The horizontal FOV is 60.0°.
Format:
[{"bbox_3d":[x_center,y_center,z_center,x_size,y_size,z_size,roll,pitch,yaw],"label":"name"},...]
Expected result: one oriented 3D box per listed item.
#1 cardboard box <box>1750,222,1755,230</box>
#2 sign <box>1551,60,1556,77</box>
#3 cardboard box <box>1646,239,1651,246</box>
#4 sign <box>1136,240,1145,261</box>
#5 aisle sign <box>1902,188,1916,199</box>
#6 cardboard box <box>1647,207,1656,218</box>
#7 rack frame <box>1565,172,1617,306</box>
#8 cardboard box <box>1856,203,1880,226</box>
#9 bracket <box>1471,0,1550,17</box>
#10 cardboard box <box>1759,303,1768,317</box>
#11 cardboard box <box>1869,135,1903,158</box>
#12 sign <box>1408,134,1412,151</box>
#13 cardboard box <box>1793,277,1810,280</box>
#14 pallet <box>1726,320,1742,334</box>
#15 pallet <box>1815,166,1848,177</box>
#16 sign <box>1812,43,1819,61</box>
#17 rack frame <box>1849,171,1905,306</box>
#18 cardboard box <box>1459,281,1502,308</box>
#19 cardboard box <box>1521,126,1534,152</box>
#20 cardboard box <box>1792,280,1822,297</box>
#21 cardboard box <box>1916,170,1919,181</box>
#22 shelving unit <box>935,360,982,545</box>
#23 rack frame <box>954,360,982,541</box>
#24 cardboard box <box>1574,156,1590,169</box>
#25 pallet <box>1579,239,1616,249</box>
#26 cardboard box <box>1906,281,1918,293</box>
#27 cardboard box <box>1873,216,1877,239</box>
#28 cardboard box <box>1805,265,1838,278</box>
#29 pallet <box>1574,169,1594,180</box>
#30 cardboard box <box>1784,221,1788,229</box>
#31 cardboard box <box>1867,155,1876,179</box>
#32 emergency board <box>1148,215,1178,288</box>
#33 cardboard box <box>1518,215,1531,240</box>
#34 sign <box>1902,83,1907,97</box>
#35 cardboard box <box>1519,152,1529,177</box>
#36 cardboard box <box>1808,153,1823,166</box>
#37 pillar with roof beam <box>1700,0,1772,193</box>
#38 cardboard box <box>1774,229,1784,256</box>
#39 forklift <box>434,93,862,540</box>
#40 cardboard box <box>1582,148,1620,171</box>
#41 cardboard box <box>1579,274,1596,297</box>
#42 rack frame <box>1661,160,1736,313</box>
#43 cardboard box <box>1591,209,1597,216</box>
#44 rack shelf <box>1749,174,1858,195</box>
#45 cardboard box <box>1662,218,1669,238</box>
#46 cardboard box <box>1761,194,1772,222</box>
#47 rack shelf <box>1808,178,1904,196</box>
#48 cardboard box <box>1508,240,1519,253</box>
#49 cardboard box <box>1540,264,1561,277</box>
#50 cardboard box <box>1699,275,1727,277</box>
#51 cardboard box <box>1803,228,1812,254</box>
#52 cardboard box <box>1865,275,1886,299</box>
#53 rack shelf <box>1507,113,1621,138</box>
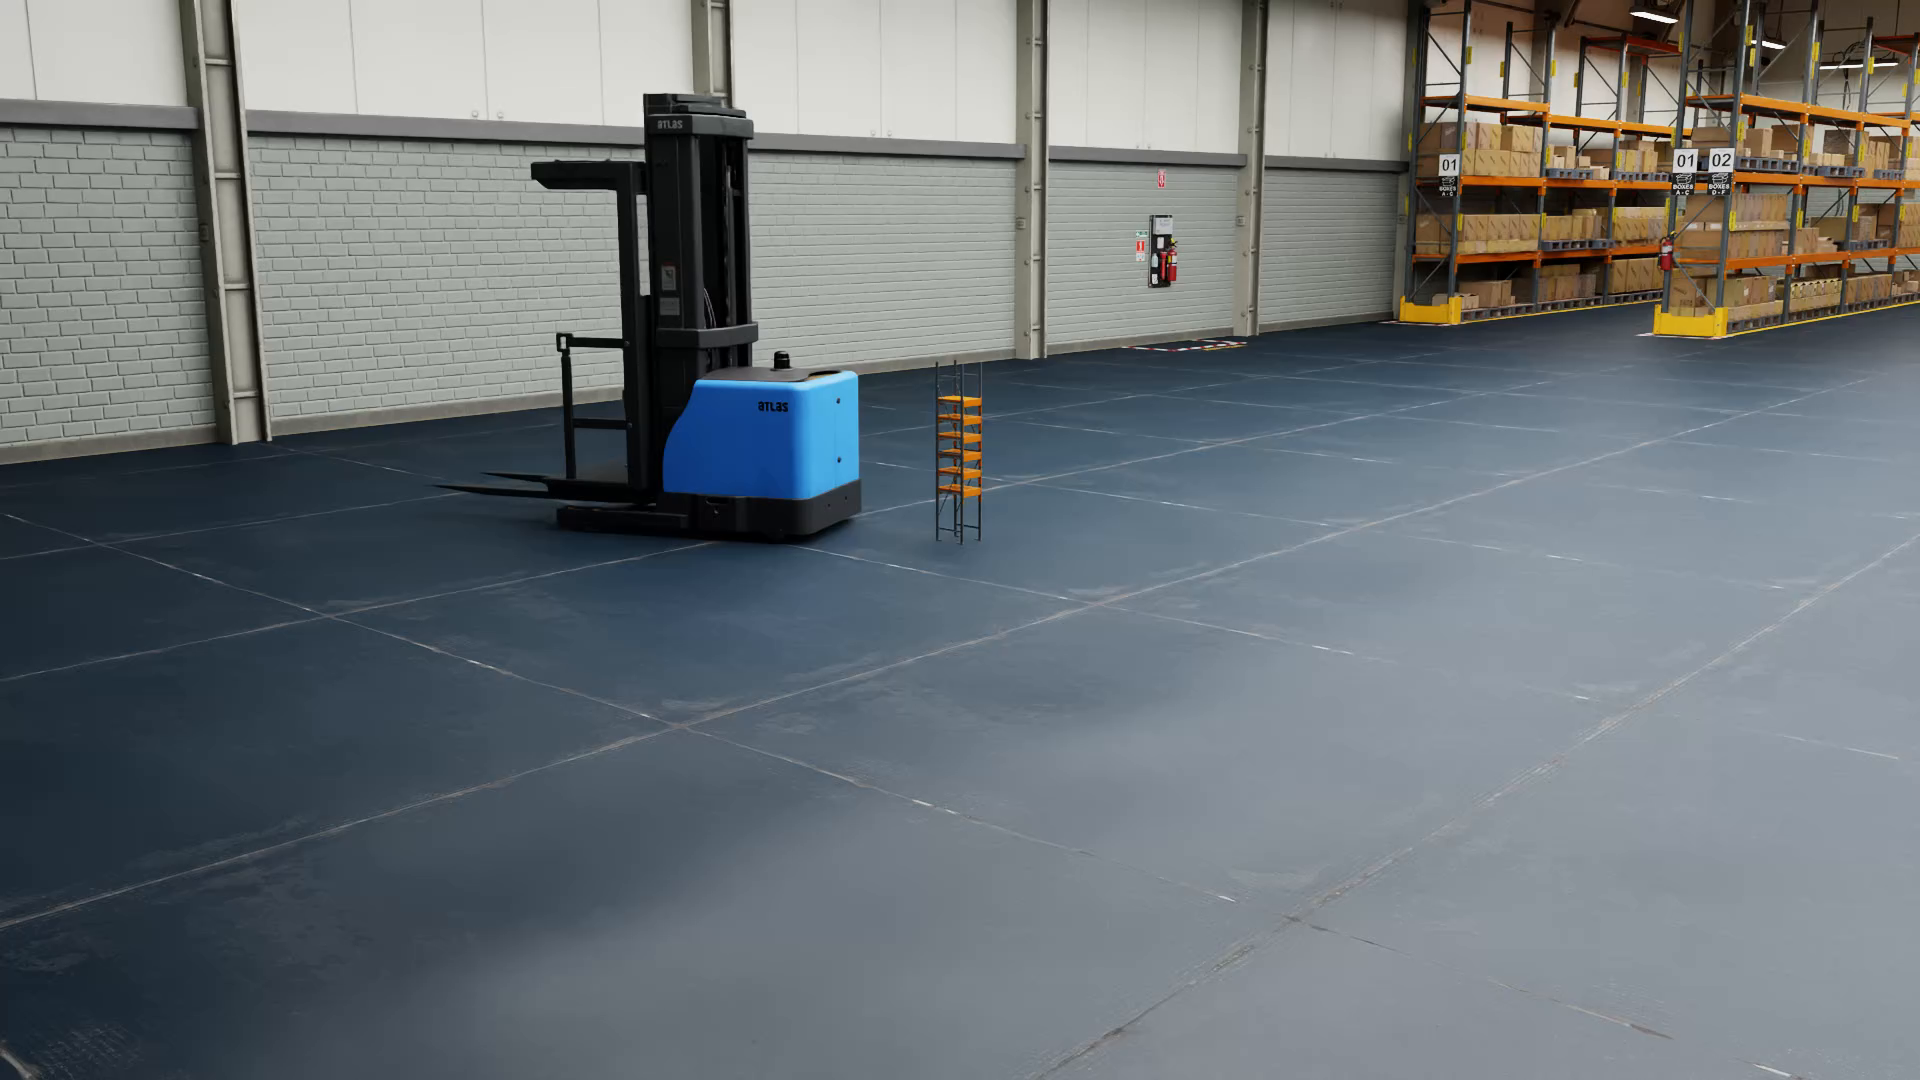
[{"bbox_3d":[14.154,-5.686,30.107,0.380,0.149,0.250,10,15,40],"label":"cardboard box"},{"bbox_3d":[12.196,-9.693,34.180,0.100,0.325,0.005,10,15,40],"label":"sign"},{"bbox_3d":[16.376,-7.158,39.982,0.380,0.149,0.250,10,15,40],"label":"cardboard box"},{"bbox_3d":[2.910,-4.662,26.801,0.001,0.329,0.234,10,15,40],"label":"sign"},{"bbox_3d":[23.270,-8.776,40.853,0.394,0.787,0.004,10,15,40],"label":"aisle sign"},{"bbox_3d":[16.284,-7.826,39.754,0.500,0.250,0.500,10,15,41],"label":"cardboard box"},{"bbox_3d":[14.442,-6.916,38.178,1.000,3.000,0.127,10,15,40],"label":"rack frame"},{"bbox_3d":[20.945,-7.512,38.353,0.500,0.500,0.500,10,15,41],"label":"cardboard box"},{"bbox_3d":[11.214,-11.055,34.394,0.076,0.066,4.783,10,15,40],"label":"bracket"},{"bbox_3d":[14.726,-4.301,31.033,0.500,0.250,0.500,10,15,40],"label":"cardboard box"},{"bbox_3d":[21.098,-8.951,37.902,0.700,0.500,0.500,10,15,40],"label":"cardboard box"},{"bbox_3d":[8.757,-7.719,32.278,0.100,0.325,0.005,10,15,40],"label":"sign"},{"bbox_3d":[17.599,-5.369,34.952,0.500,0.311,0.500,10,15,42],"label":"cardboard box"},{"bbox_3d":[13.357,-3.849,29.945,1.003,0.211,1.213,10,15,40],"label":"pallet"},{"bbox_3d":[17.048,-7.378,33.315,1.003,0.211,1.213,11,16,43],"label":"pallet"},{"bbox_3d":[15.925,-9.090,30.956,0.100,0.325,0.005,10,15,40],"label":"sign"},{"bbox_3d":[20.805,-6.864,37.920,1.000,3.000,0.127,10,15,40],"label":"rack frame"},{"bbox_3d":[10.583,-5.004,33.866,0.700,0.500,0.500,9,14,37],"label":"cardboard box"},{"bbox_3d":[11.318,-8.156,33.871,0.500,0.500,0.500,11,16,43],"label":"cardboard box"},{"bbox_3d":[16.998,-5.075,33.477,0.500,0.311,0.500,10,15,42],"label":"cardboard box"},{"bbox_3d":[21.977,-8.448,38.572,0.500,0.250,0.500,10,15,40],"label":"cardboard box"},{"bbox_3d":[-0.010,-0.586,11.083,0.258,1.200,0.189,10,15,40],"label":"shelving unit"},{"bbox_3d":[0.051,-0.600,11.150,0.240,1.200,0.006,10,15,40],"label":"rack frame"},{"bbox_3d":[13.516,-8.268,36.977,0.637,0.503,0.797,-10,15,-40],"label":"cardboard box"},{"bbox_3d":[14.051,-6.703,37.603,1.213,0.211,1.003,10,15,40],"label":"pallet"},{"bbox_3d":[22.622,-6.072,39.853,0.500,0.250,0.500,10,15,40],"label":"cardboard box"},{"bbox_3d":[20.325,-7.078,37.665,0.700,0.500,0.500,4,12,21],"label":"cardboard box"},{"bbox_3d":[18.640,-5.810,35.987,0.500,0.250,0.500,11,15,42],"label":"cardboard box"},{"bbox_3d":[12.971,-7.936,36.108,1.213,0.211,1.003,10,15,40],"label":"pallet"},{"bbox_3d":[15.506,-5.987,31.615,0.380,0.149,0.250,10,15,40],"label":"cardboard box"},{"bbox_3d":[19.108,-8.016,35.772,0.910,0.500,0.500,10,15,40],"label":"cardboard box"},{"bbox_3d":[3.352,-4.712,27.145,0.194,1.169,0.643,10,15,40],"label":"emergency board"},{"bbox_3d":[11.396,-6.447,34.251,0.500,0.500,0.500,10,15,40],"label":"cardboard box"},{"bbox_3d":[23.038,-10.962,40.531,0.100,0.325,0.005,10,15,40],"label":"sign"},{"bbox_3d":[11.310,-7.678,34.030,0.500,0.500,0.500,8,14,36],"label":"cardboard box"},{"bbox_3d":[16.833,-7.564,33.076,0.500,0.250,0.500,8,14,36],"label":"cardboard box"},{"bbox_3d":[24.089,-10.987,43.245,9.100,9.000,0.548,10,15,40],"label":"pillar with roof beam"},{"bbox_3d":[15.236,-5.670,31.687,0.700,0.500,0.500,9,15,39],"label":"cardboard box"},{"bbox_3d":[-2.278,-1.584,11.656,3.031,2.935,1.130,4,12,18],"label":"forklift"},{"bbox_3d":[14.712,-8.729,38.219,0.700,0.500,0.500,8,14,36],"label":"cardboard box"},{"bbox_3d":[14.005,-5.793,37.815,0.700,0.500,0.500,10,15,41],"label":"cardboard box"},{"bbox_3d":[12.884,-5.099,29.081,1.000,3.000,0.127,10,15,40],"label":"rack frame"},{"bbox_3d":[14.236,-7.444,37.788,0.380,0.149,0.250,7,14,33],"label":"cardboard box"},{"bbox_3d":[16.845,-7.100,33.277,1.077,0.370,4.000,10,15,40],"label":"rack shelf"},{"bbox_3d":[16.967,-7.608,40.580,0.500,0.500,0.500,9,15,39],"label":"cardboard box"},{"bbox_3d":[14.573,-6.158,30.818,0.700,0.500,0.500,10,15,40],"label":"cardboard box"},{"bbox_3d":[19.485,-7.688,36.224,1.077,0.370,4.000,10,15,40],"label":"rack shelf"},{"bbox_3d":[11.061,-6.006,33.957,0.500,0.250,0.500,10,15,40],"label":"cardboard box"},{"bbox_3d":[12.903,-5.938,36.625,0.500,0.250,0.500,9,15,39],"label":"cardboard box"},{"bbox_3d":[13.995,-4.664,30.937,0.500,0.500,0.500,10,15,40],"label":"cardboard box"},{"bbox_3d":[16.722,-5.998,33.330,0.500,0.500,0.500,10,15,40],"label":"cardboard box"},{"bbox_3d":[20.362,-5.673,37.214,0.500,0.500,0.500,10,15,41],"label":"cardboard box"},{"bbox_3d":[13.121,-9.014,36.227,1.077,0.370,4.000,10,15,40],"label":"rack shelf"}]
